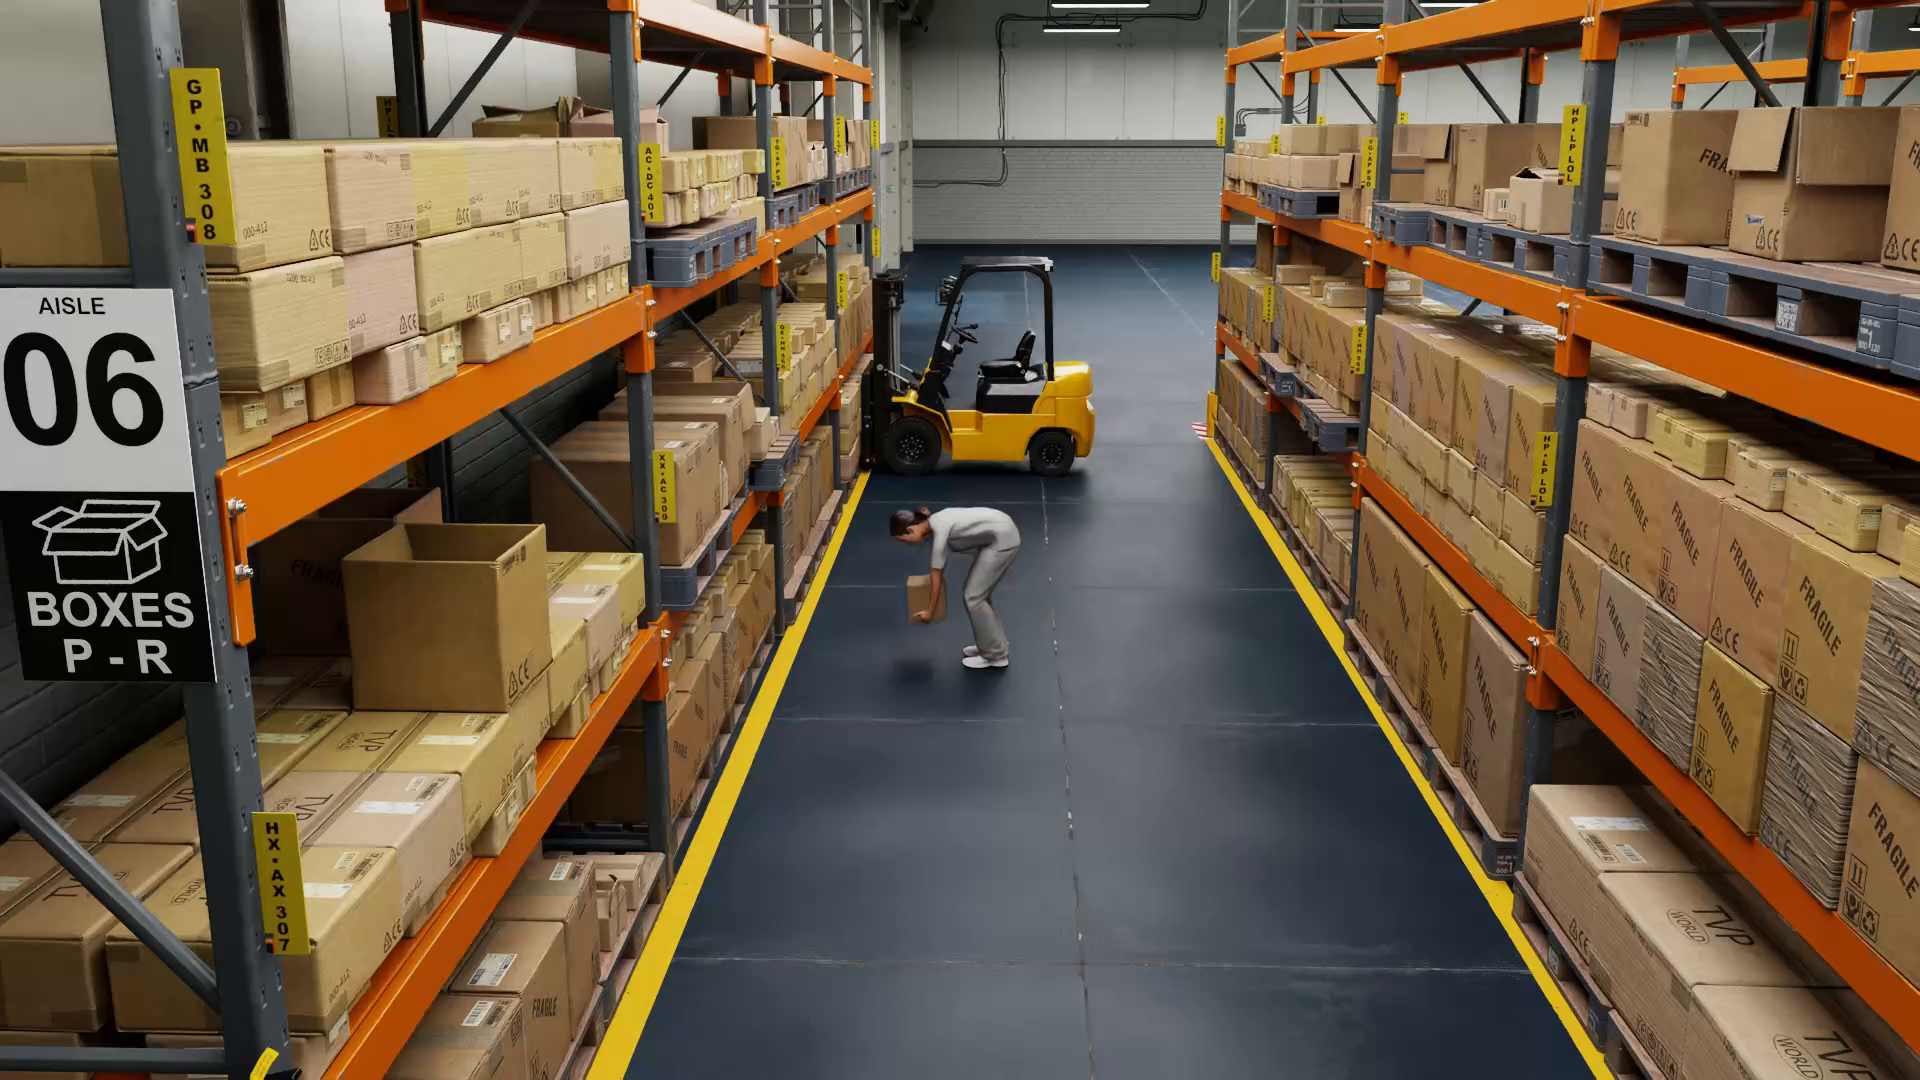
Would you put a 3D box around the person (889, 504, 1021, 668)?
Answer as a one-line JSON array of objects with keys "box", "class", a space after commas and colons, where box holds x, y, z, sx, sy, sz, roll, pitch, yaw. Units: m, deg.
[{"box": [-0.035, 0.296, 11.063, 0.873, 1.074, 0.431, 0, 14, 0], "class": "person"}]
